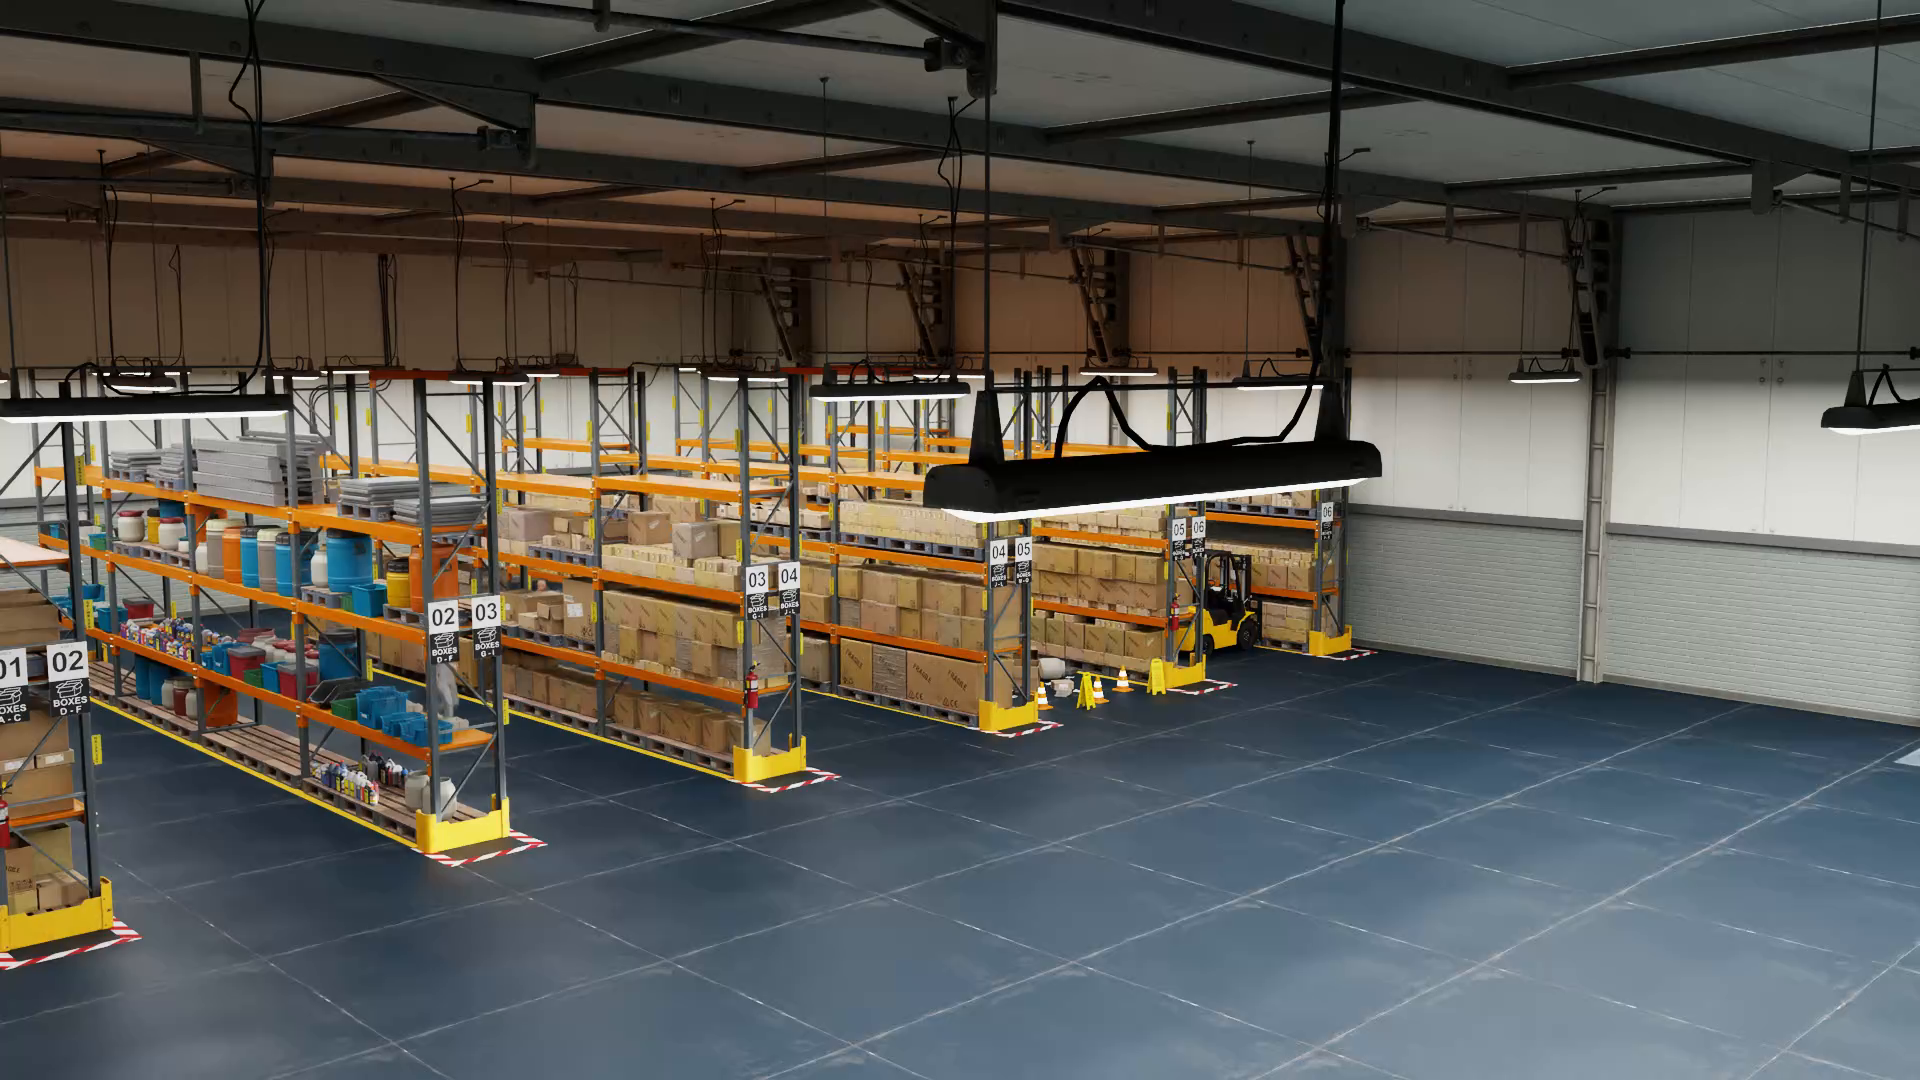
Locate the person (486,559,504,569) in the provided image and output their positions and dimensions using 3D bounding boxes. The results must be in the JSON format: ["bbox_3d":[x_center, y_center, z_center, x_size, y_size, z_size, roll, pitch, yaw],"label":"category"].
[{"bbox_3d":[-11.336,0.958,40.532,0.906,1.614,0.658,-5,8,-37],"label":"person"}]

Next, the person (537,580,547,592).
[{"bbox_3d":[-8.293,1.709,33.252,0.767,1.829,0.684,5,8,39],"label":"person"}]

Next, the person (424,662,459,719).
[{"bbox_3d":[-8.635,2.396,27.795,0.752,1.609,0.571,6,9,41],"label":"person"}]
